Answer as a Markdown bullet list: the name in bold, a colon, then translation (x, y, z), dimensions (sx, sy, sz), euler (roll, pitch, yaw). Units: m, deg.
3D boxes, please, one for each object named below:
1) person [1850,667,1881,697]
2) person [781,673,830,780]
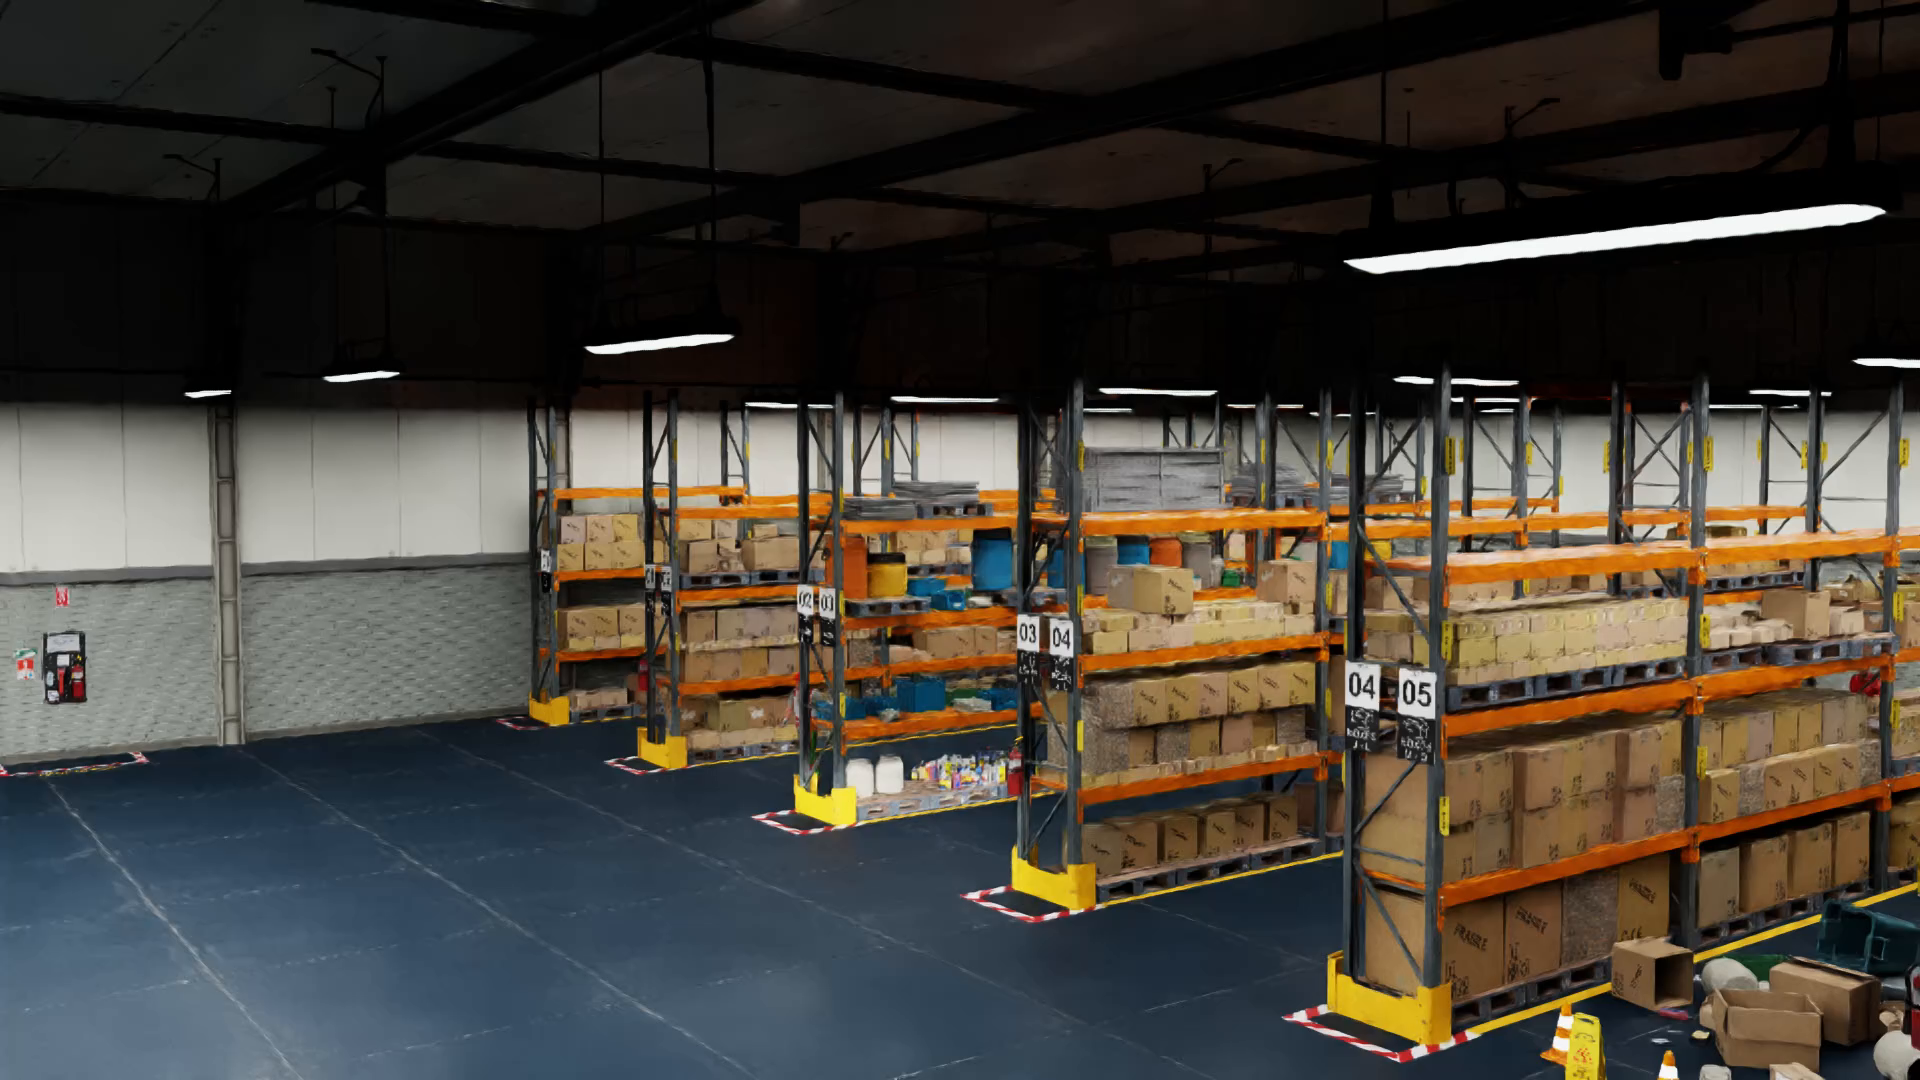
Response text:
- **person**: translation (14.513, 2.749, 26.671), dimensions (1.130, 1.646, 0.540), euler (-3, 4, -38)
- **person**: translation (-2.280, 2.820, 24.972), dimensions (0.688, 1.719, 0.822), euler (3, 4, 37)
